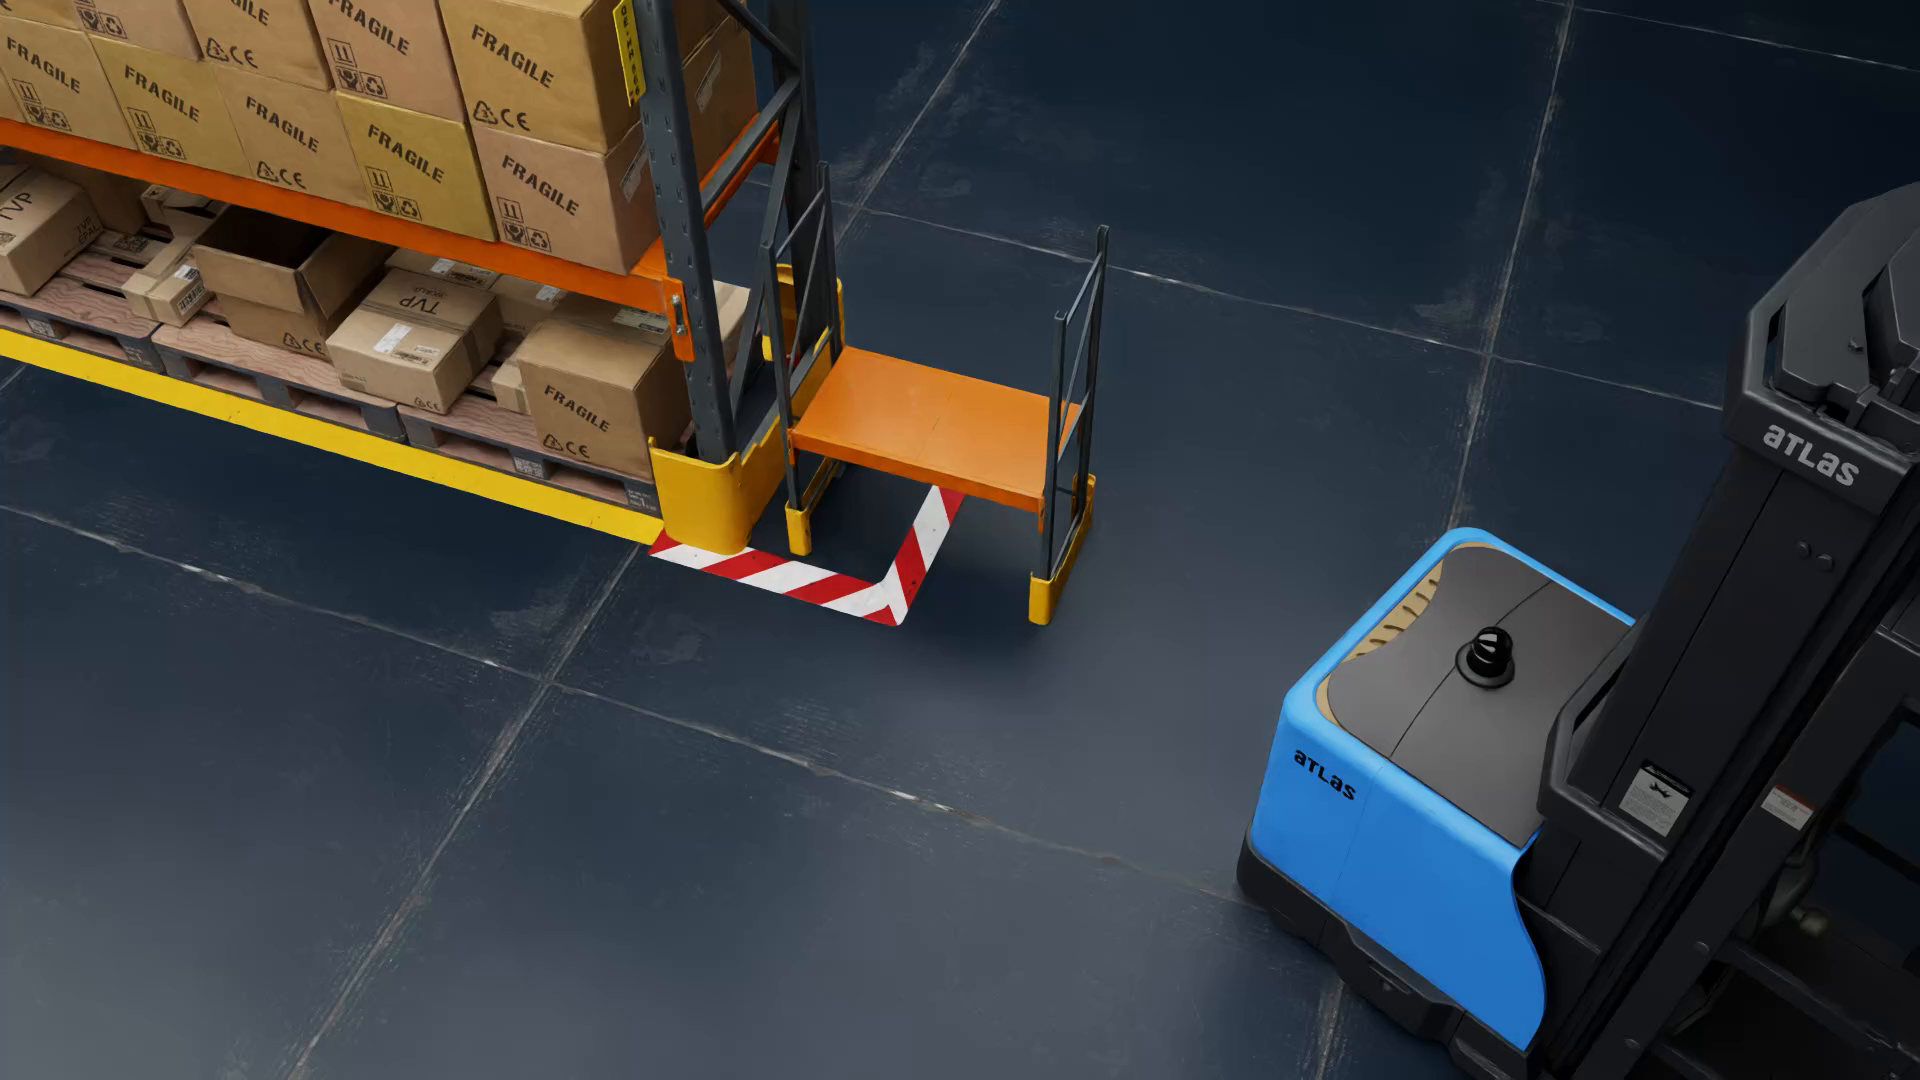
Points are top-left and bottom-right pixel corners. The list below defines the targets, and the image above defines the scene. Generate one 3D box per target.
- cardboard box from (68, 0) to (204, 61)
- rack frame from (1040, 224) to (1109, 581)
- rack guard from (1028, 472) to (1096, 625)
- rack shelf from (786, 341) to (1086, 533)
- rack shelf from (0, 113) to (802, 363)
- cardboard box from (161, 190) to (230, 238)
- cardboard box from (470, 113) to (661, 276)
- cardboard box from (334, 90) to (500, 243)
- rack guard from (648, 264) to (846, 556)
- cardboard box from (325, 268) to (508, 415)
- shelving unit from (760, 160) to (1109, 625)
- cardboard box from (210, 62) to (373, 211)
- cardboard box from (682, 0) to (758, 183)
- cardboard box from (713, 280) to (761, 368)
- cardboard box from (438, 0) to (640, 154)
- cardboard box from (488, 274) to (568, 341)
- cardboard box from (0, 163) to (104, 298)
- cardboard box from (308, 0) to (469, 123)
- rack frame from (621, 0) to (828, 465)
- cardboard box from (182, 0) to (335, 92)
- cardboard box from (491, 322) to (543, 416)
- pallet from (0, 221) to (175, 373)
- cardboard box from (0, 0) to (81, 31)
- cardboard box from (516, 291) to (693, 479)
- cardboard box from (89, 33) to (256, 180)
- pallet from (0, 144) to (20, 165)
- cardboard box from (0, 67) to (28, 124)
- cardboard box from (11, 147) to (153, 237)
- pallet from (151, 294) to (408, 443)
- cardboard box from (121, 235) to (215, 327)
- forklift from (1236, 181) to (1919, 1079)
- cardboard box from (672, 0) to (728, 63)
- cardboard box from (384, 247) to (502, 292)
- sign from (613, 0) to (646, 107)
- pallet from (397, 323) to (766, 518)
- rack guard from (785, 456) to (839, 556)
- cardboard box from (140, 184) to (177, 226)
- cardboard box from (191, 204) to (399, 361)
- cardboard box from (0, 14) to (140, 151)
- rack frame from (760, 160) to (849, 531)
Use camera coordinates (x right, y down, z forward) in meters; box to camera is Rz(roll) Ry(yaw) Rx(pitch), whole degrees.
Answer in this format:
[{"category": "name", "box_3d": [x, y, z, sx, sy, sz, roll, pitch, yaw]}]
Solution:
[{"category": "cardboard box", "box_3d": [-2.718, -2.026, 5.660, 0.500, 0.500, 0.500, 17, 51, 14]}, {"category": "rack frame", "box_3d": [0.397, -0.380, 5.954, 0.032, 1.500, 0.500, 16, 51, 13]}, {"category": "rack guard", "box_3d": [0.396, 0.029, 6.426, 0.087, 0.250, 0.587, 16, 51, 13]}, {"category": "rack shelf", "box_3d": [-0.080, -0.396, 6.205, 1.000, 0.185, 0.538, 16, 51, 13]}, {"category": "rack shelf", "box_3d": [-2.638, -1.634, 6.524, 4.000, 0.370, 1.077, 16, 51, 13]}, {"category": "cardboard box", "box_3d": [-3.177, -1.512, 7.430, 0.500, 0.311, 0.500, 16, 51, 13]}, {"category": "cardboard box", "box_3d": [-1.276, -1.303, 5.695, 0.500, 0.500, 0.500, 17, 51, 14]}, {"category": "cardboard box", "box_3d": [-1.764, -1.436, 5.810, 0.500, 0.500, 0.500, 16, 51, 13]}, {"category": "rack guard", "box_3d": [-0.833, -0.547, 6.760, 0.348, 0.500, 1.175, 16, 51, 13]}, {"category": "cardboard box", "box_3d": [-2.238, -0.827, 6.877, 0.500, 0.250, 0.500, 16, 51, 13]}, {"category": "shelving unit", "box_3d": [-0.072, -0.511, 6.067, 1.083, 1.500, 0.587, 16, 51, 13]}, {"category": "cardboard box", "box_3d": [-2.230, -1.571, 5.927, 0.500, 0.500, 0.500, 16, 51, 13]}, {"category": "cardboard box", "box_3d": [-1.086, -1.682, 6.023, 0.500, 0.500, 0.500, 17, 51, 14]}, {"category": "cardboard box", "box_3d": [-1.035, -0.909, 7.015, 0.250, 0.149, 0.380, 16, 51, 13]}, {"category": "cardboard box", "box_3d": [-1.274, -1.628, 5.314, 0.500, 0.500, 0.500, 15, 51, 13]}, {"category": "cardboard box", "box_3d": [-1.642, -1.064, 7.082, 0.500, 0.250, 0.500, 16, 51, 13]}, {"category": "cardboard box", "box_3d": [-4.195, -1.393, 7.327, 0.500, 0.311, 0.500, 16, 51, 13]}, {"category": "cardboard box", "box_3d": [-1.748, -1.759, 5.428, 0.500, 0.500, 0.500, 17, 51, 14]}, {"category": "rack frame", "box_3d": [-0.761, -1.346, 5.798, 0.127, 3.000, 1.000, 16, 51, 13]}, {"category": "cardboard box", "box_3d": [-2.236, -1.892, 5.543, 0.500, 0.500, 0.500, 17, 51, 14]}, {"category": "cardboard box", "box_3d": [-1.706, -0.699, 6.822, 0.250, 0.166, 0.380, 16, 51, 13]}, {"category": "pallet", "box_3d": [-3.870, -1.299, 7.603, 1.213, 0.211, 1.003, 16, 51, 13]}, {"category": "cardboard box", "box_3d": [-3.203, -2.161, 5.777, 0.500, 0.500, 0.500, 14, 51, 12]}, {"category": "cardboard box", "box_3d": [-1.357, -0.639, 6.548, 0.500, 0.500, 0.500, 16, 51, 13]}, {"category": "cardboard box", "box_3d": [-2.703, -1.703, 6.041, 0.500, 0.500, 0.500, 15, 51, 13]}, {"category": "pallet", "box_3d": [-5.290, -1.666, 7.921, 1.213, 0.211, 1.003, 16, 51, 13]}, {"category": "cardboard box", "box_3d": [-3.649, -1.967, 6.271, 0.500, 0.500, 0.500, 16, 51, 14]}, {"category": "cardboard box", "box_3d": [-3.881, -1.770, 7.529, 0.500, 0.500, 0.500, 16, 51, 13]}, {"category": "pallet", "box_3d": [-2.721, -0.981, 7.327, 1.213, 0.211, 1.003, 16, 51, 13]}, {"category": "cardboard box", "box_3d": [-3.380, -1.127, 7.192, 0.250, 0.166, 0.380, 16, 51, 13]}, {"category": "forklift", "box_3d": [2.341, 0.706, 4.065, 3.031, 2.935, 1.130, 35, 58, 27]}, {"category": "cardboard box", "box_3d": [-1.086, -2.009, 5.645, 0.500, 0.500, 0.500, 17, 51, 14]}, {"category": "cardboard box", "box_3d": [-2.111, -1.195, 7.195, 0.500, 0.250, 0.500, 16, 51, 13]}, {"category": "sign", "box_3d": [-0.973, -1.440, 4.904, 0.005, 0.325, 0.100, 16, 51, 13]}, {"category": "pallet", "box_3d": [-1.581, -0.660, 7.049, 1.213, 0.211, 1.003, 16, 51, 13]}, {"category": "rack guard", "box_3d": [-0.539, -0.232, 6.652, 0.087, 0.250, 0.587, 16, 51, 13]}, {"category": "cardboard box", "box_3d": [-3.508, -1.600, 7.614, 0.250, 0.149, 0.380, 16, 51, 13]}, {"category": "cardboard box", "box_3d": [-2.750, -1.231, 7.060, 0.637, 0.503, 0.797, 16, 51, 13]}, {"category": "cardboard box", "box_3d": [-3.180, -1.835, 6.156, 0.500, 0.500, 0.500, 15, 51, 13]}, {"category": "rack frame", "box_3d": [-0.557, -0.647, 6.185, 0.032, 1.500, 0.500, 16, 51, 13]}]
